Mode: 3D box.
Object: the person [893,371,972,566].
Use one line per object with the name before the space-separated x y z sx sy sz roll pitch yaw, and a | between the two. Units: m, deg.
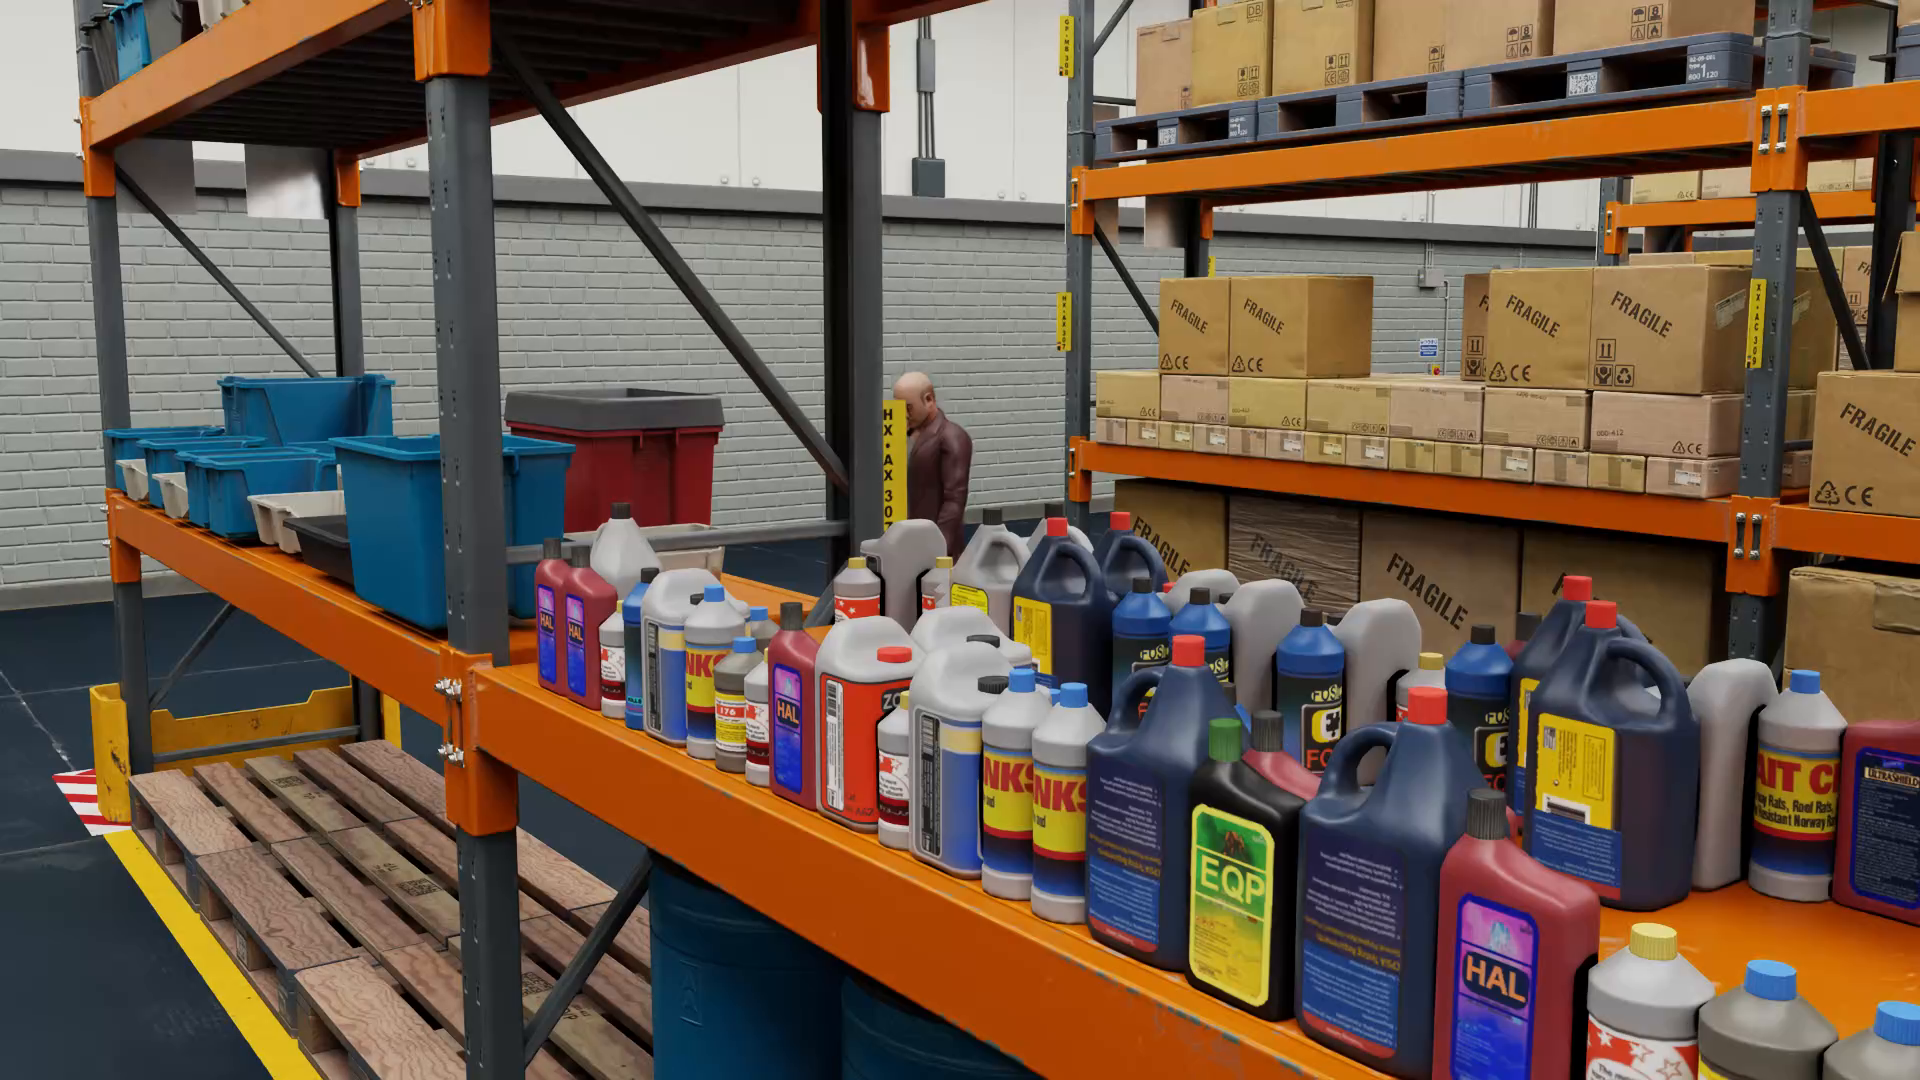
person | -0.178 0.069 7.998 0.390 1.745 0.579 -5 9 -35
